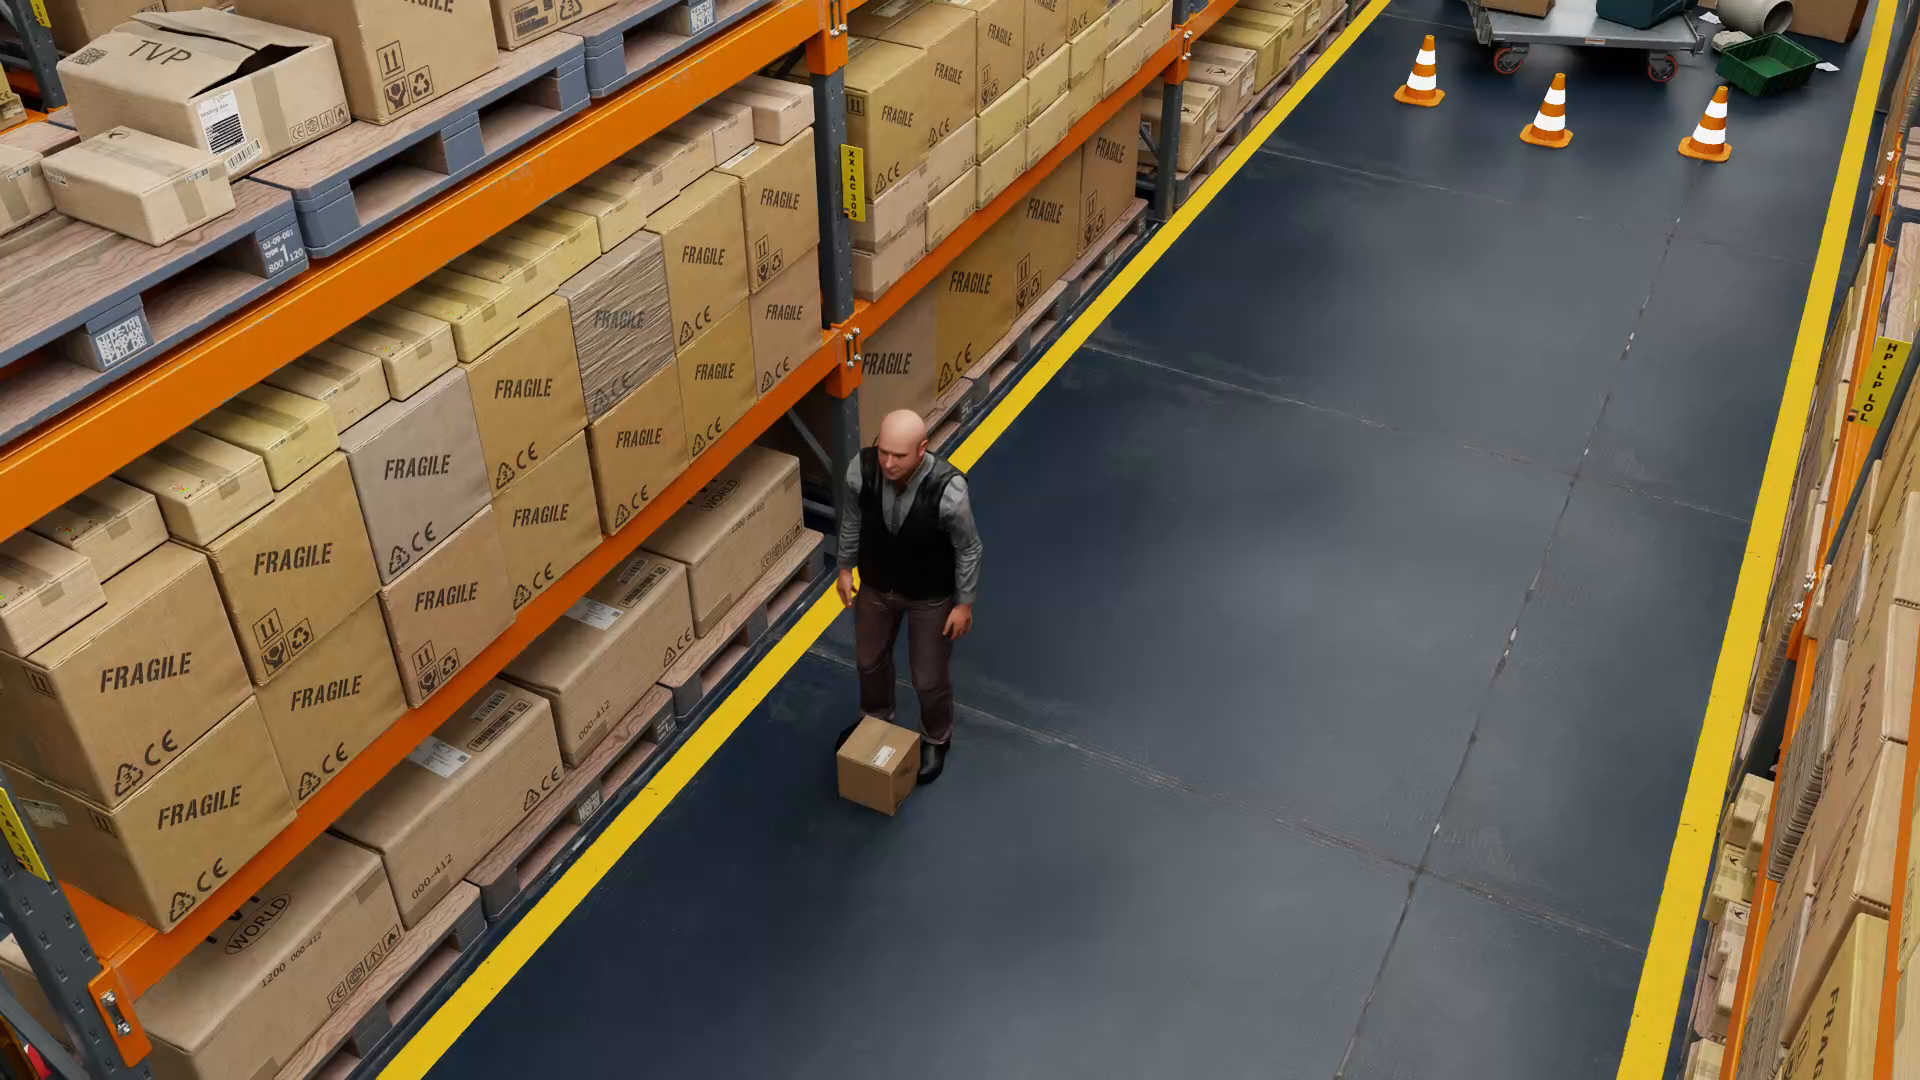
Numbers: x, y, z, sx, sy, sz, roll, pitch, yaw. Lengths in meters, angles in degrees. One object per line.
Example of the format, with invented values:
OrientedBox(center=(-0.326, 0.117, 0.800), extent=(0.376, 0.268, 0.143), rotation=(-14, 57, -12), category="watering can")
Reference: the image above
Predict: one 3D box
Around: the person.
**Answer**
OrientedBox(center=(-0.196, 0.184, 6.530), extent=(0.593, 1.722, 0.410), rotation=(16, 40, 20), category="person")
